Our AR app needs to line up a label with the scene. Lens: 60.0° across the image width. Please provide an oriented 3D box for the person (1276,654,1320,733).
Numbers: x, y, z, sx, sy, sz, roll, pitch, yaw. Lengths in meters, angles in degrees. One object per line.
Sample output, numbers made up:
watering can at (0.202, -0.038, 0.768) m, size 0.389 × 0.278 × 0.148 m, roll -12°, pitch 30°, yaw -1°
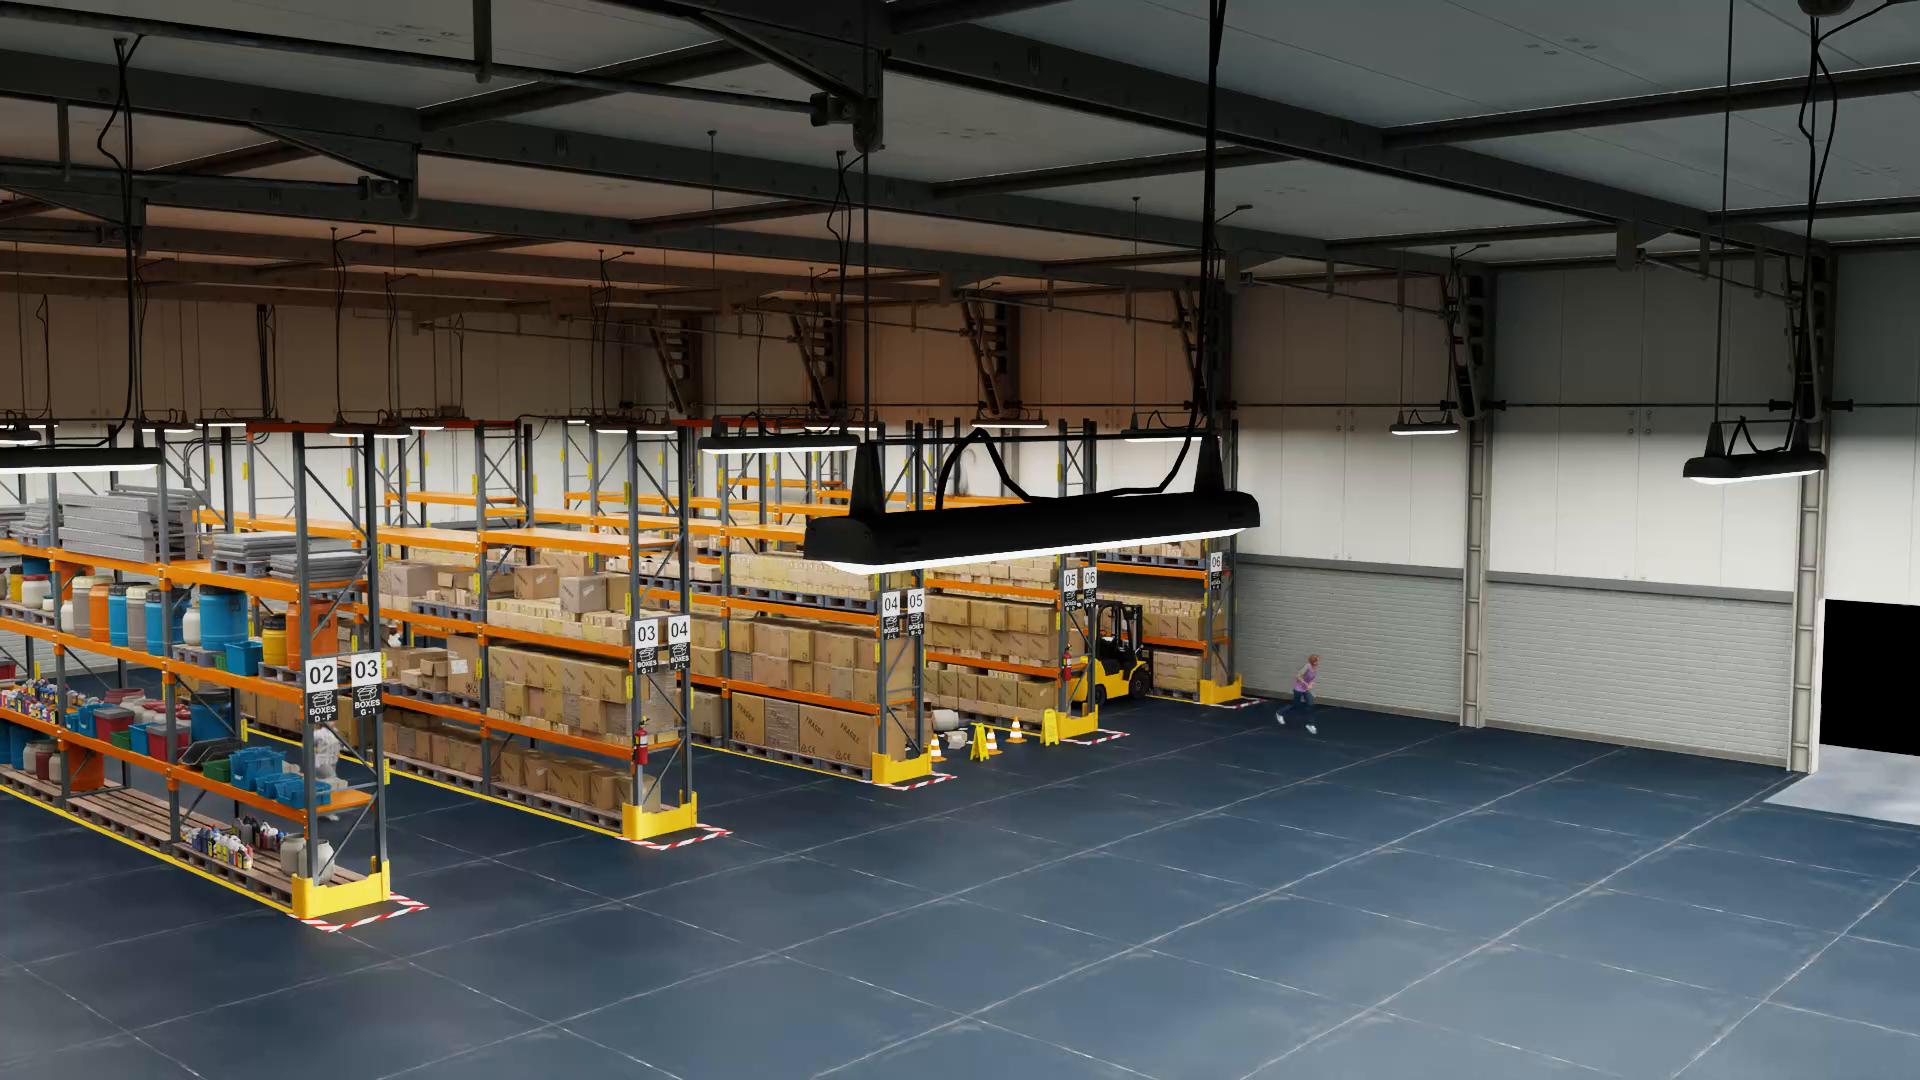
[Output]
person at (6.569, 2.956, 32.334) m, size 0.919 × 1.534 × 0.575 m, roll 3°, pitch 6°, yaw 37°

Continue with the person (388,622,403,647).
person at (-12.234, 2.577, 35.840) m, size 0.589 × 1.655 × 0.562 m, roll 4°, pitch 6°, yaw 38°

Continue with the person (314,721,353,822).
person at (-9.609, 3.442, 25.258) m, size 0.758 × 1.722 × 0.598 m, roll 1°, pitch 5°, yaw 17°
